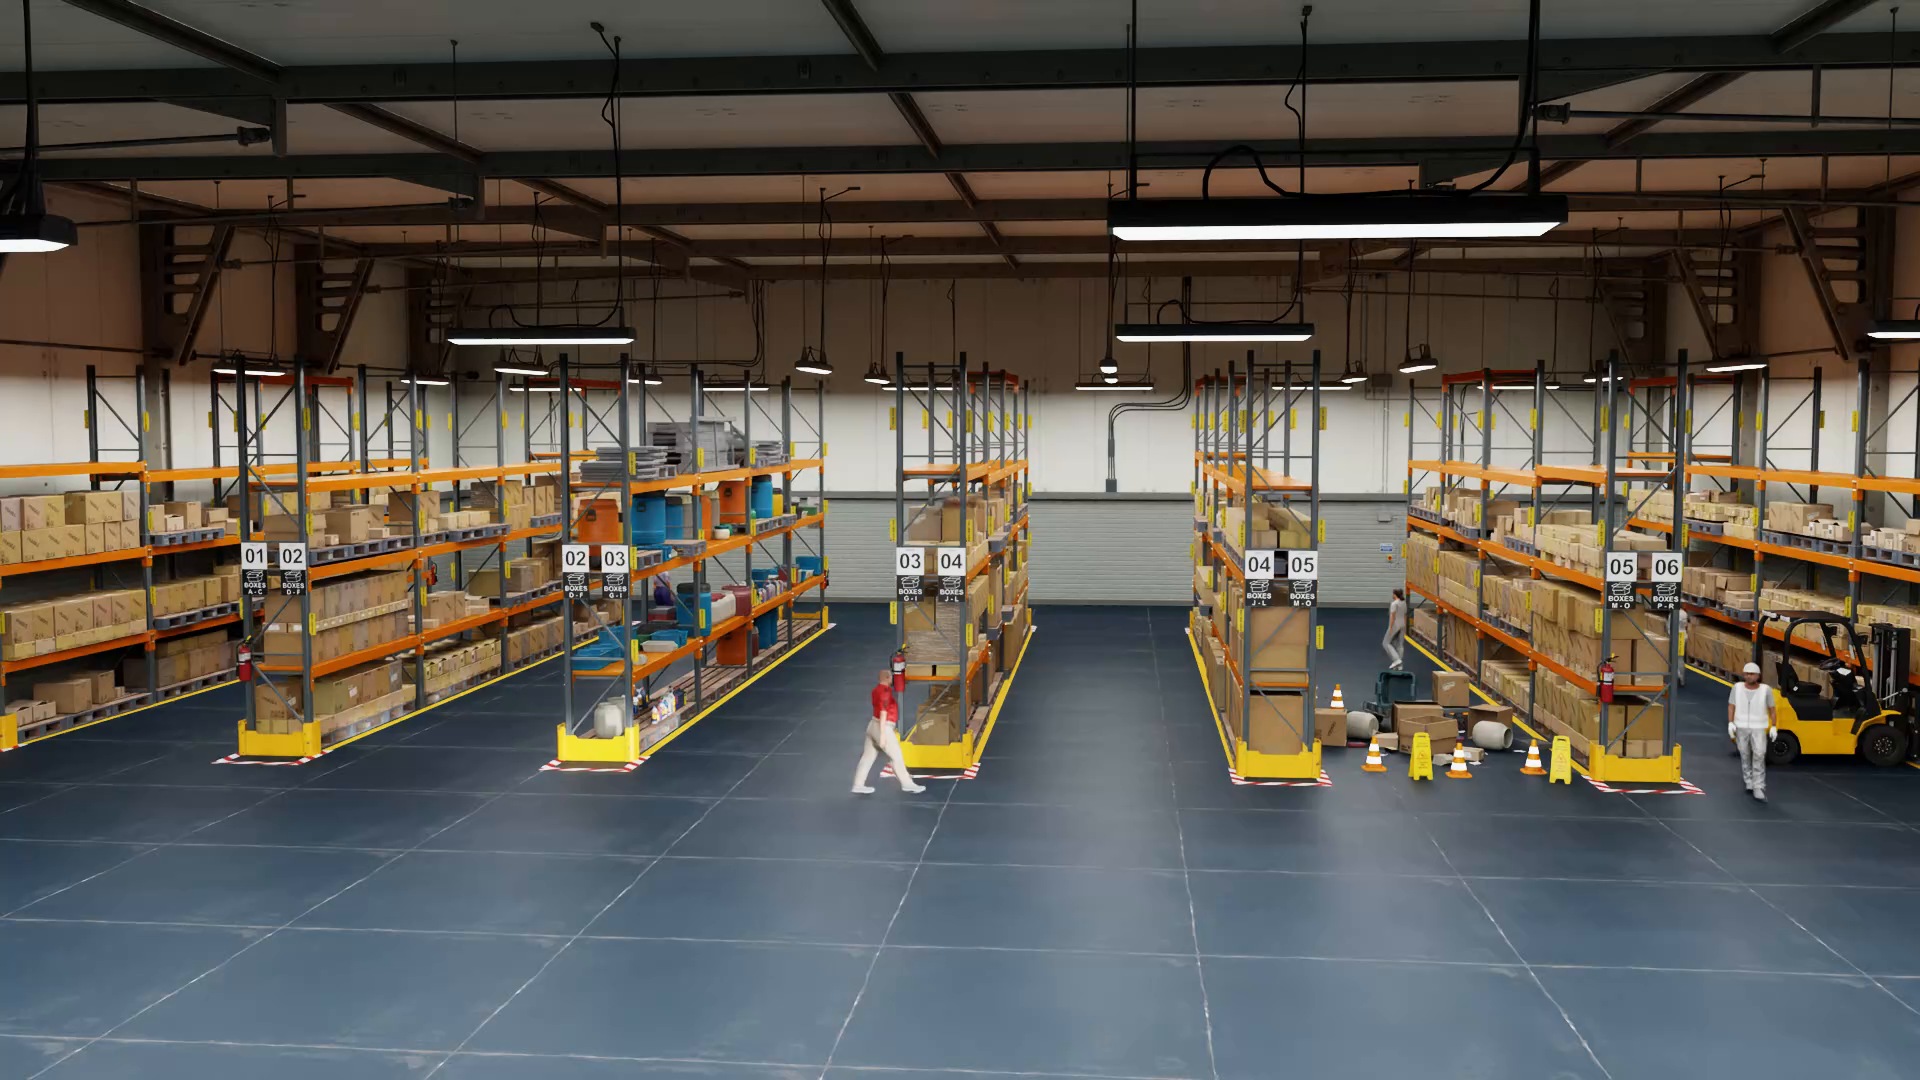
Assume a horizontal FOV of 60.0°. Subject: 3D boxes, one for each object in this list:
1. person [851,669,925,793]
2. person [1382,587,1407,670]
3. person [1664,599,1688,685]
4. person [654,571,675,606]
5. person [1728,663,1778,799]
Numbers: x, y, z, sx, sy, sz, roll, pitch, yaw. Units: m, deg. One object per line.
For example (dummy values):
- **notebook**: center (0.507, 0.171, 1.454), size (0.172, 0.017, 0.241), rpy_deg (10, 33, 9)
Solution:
- **person**: center (-0.984, 2.554, 22.355), size (0.980, 1.663, 0.587), rpy_deg (-2, 4, -23)
- **person**: center (8.817, 1.914, 33.476), size (0.494, 1.422, 0.465), rpy_deg (-3, 5, -32)
- **person**: center (13.622, 1.925, 31.580), size (0.503, 1.669, 0.427), rpy_deg (-2, 5, -30)
- **person**: center (-7.215, 1.319, 40.229), size (0.501, 1.651, 0.491), rpy_deg (2, 5, 31)
- **person**: center (10.580, 2.522, 22.260), size (0.597, 1.747, 0.893), rpy_deg (3, 5, 37)
